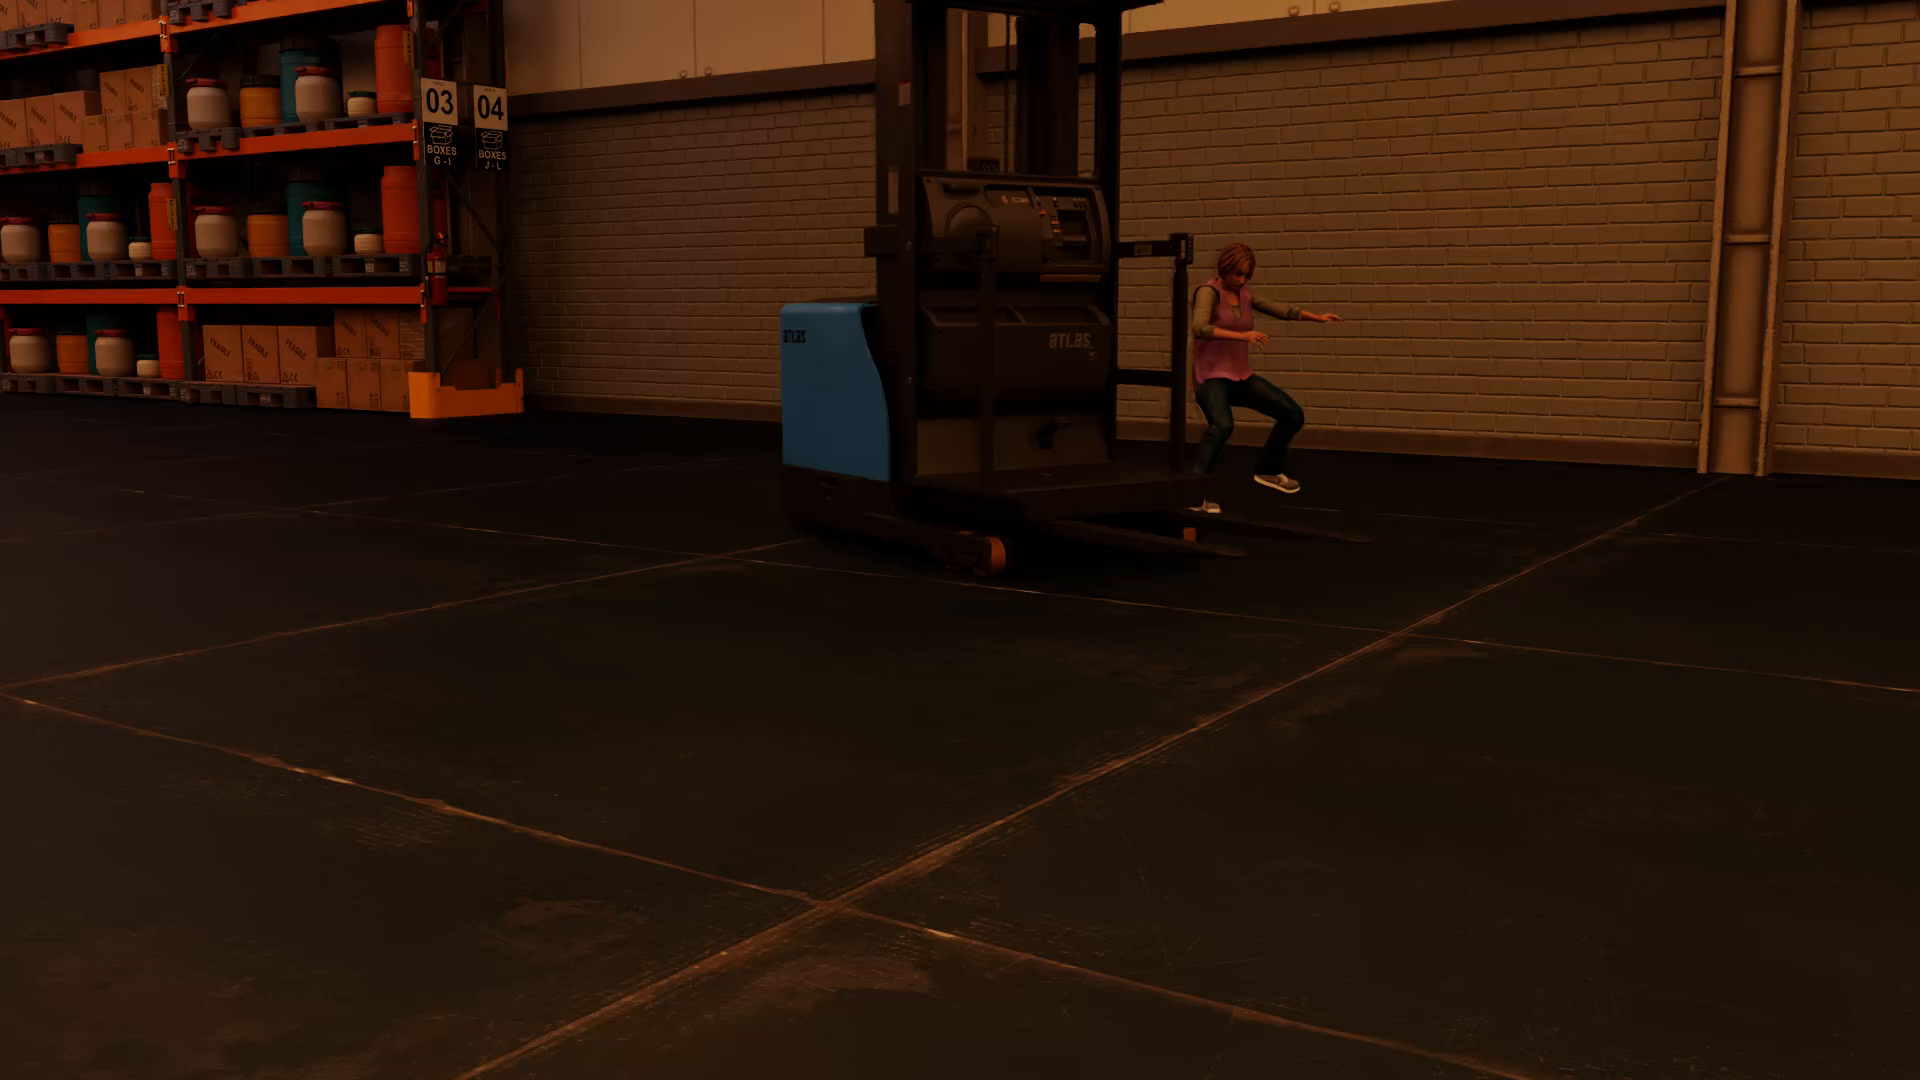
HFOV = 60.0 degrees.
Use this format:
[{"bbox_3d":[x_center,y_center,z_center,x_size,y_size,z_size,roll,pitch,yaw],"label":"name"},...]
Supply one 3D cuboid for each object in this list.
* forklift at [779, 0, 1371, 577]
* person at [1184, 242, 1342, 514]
[{"bbox_3d":[0.367,-1.379,6.890,1.130,2.935,3.031,-5,10,-33],"label":"forklift"},{"bbox_3d":[1.531,-0.869,8.846,1.088,1.371,0.610,-6,10,-35],"label":"person"}]
